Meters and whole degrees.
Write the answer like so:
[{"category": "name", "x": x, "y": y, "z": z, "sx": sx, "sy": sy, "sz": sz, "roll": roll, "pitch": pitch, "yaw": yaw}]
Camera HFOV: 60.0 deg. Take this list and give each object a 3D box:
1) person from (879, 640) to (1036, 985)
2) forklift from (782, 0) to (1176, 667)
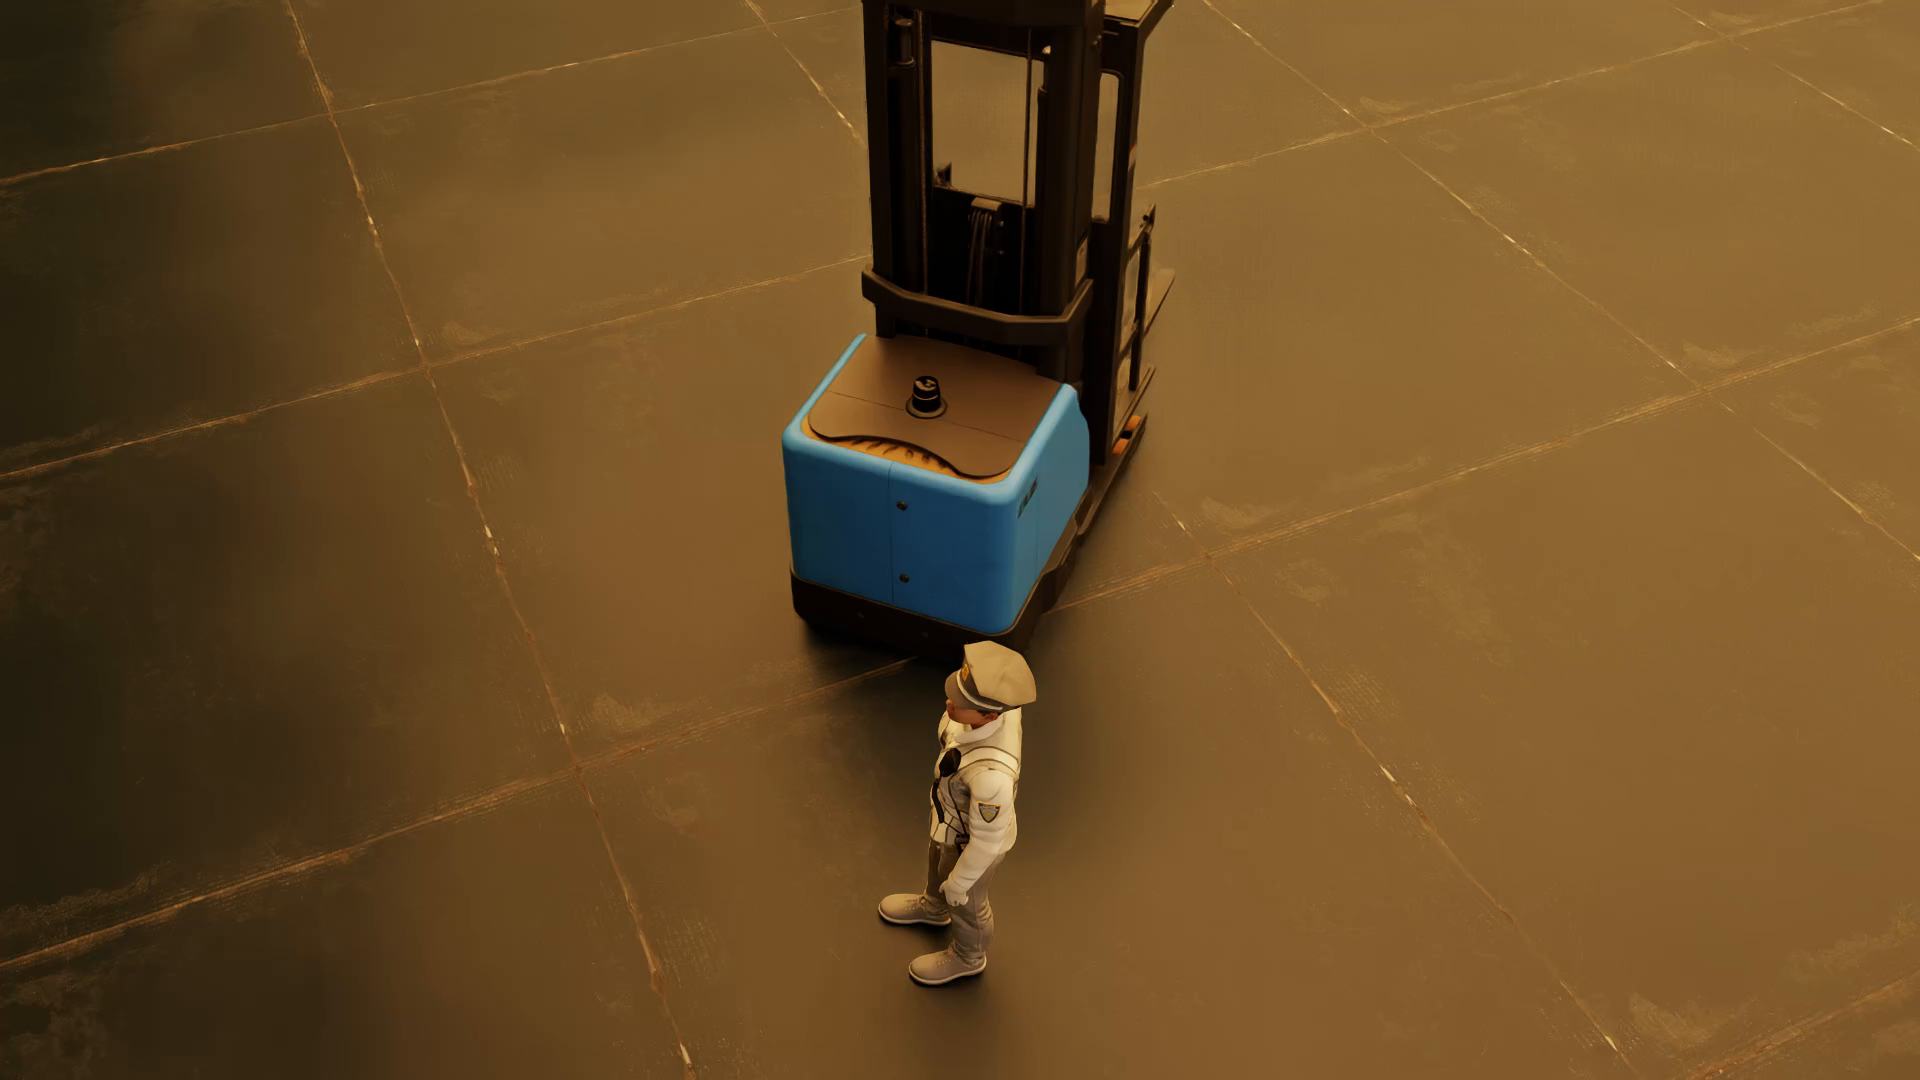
[{"category": "person", "x": -0.037, "y": 0.945, "z": 5.563, "sx": 0.533, "sy": 1.694, "sz": 0.584, "roll": -1, "pitch": 43, "yaw": -1}, {"category": "forklift", "x": 0.288, "y": -1.513, "z": 7.301, "sx": 1.130, "sy": 2.935, "sz": 3.031, "roll": 16, "pitch": 45, "yaw": 16}]
